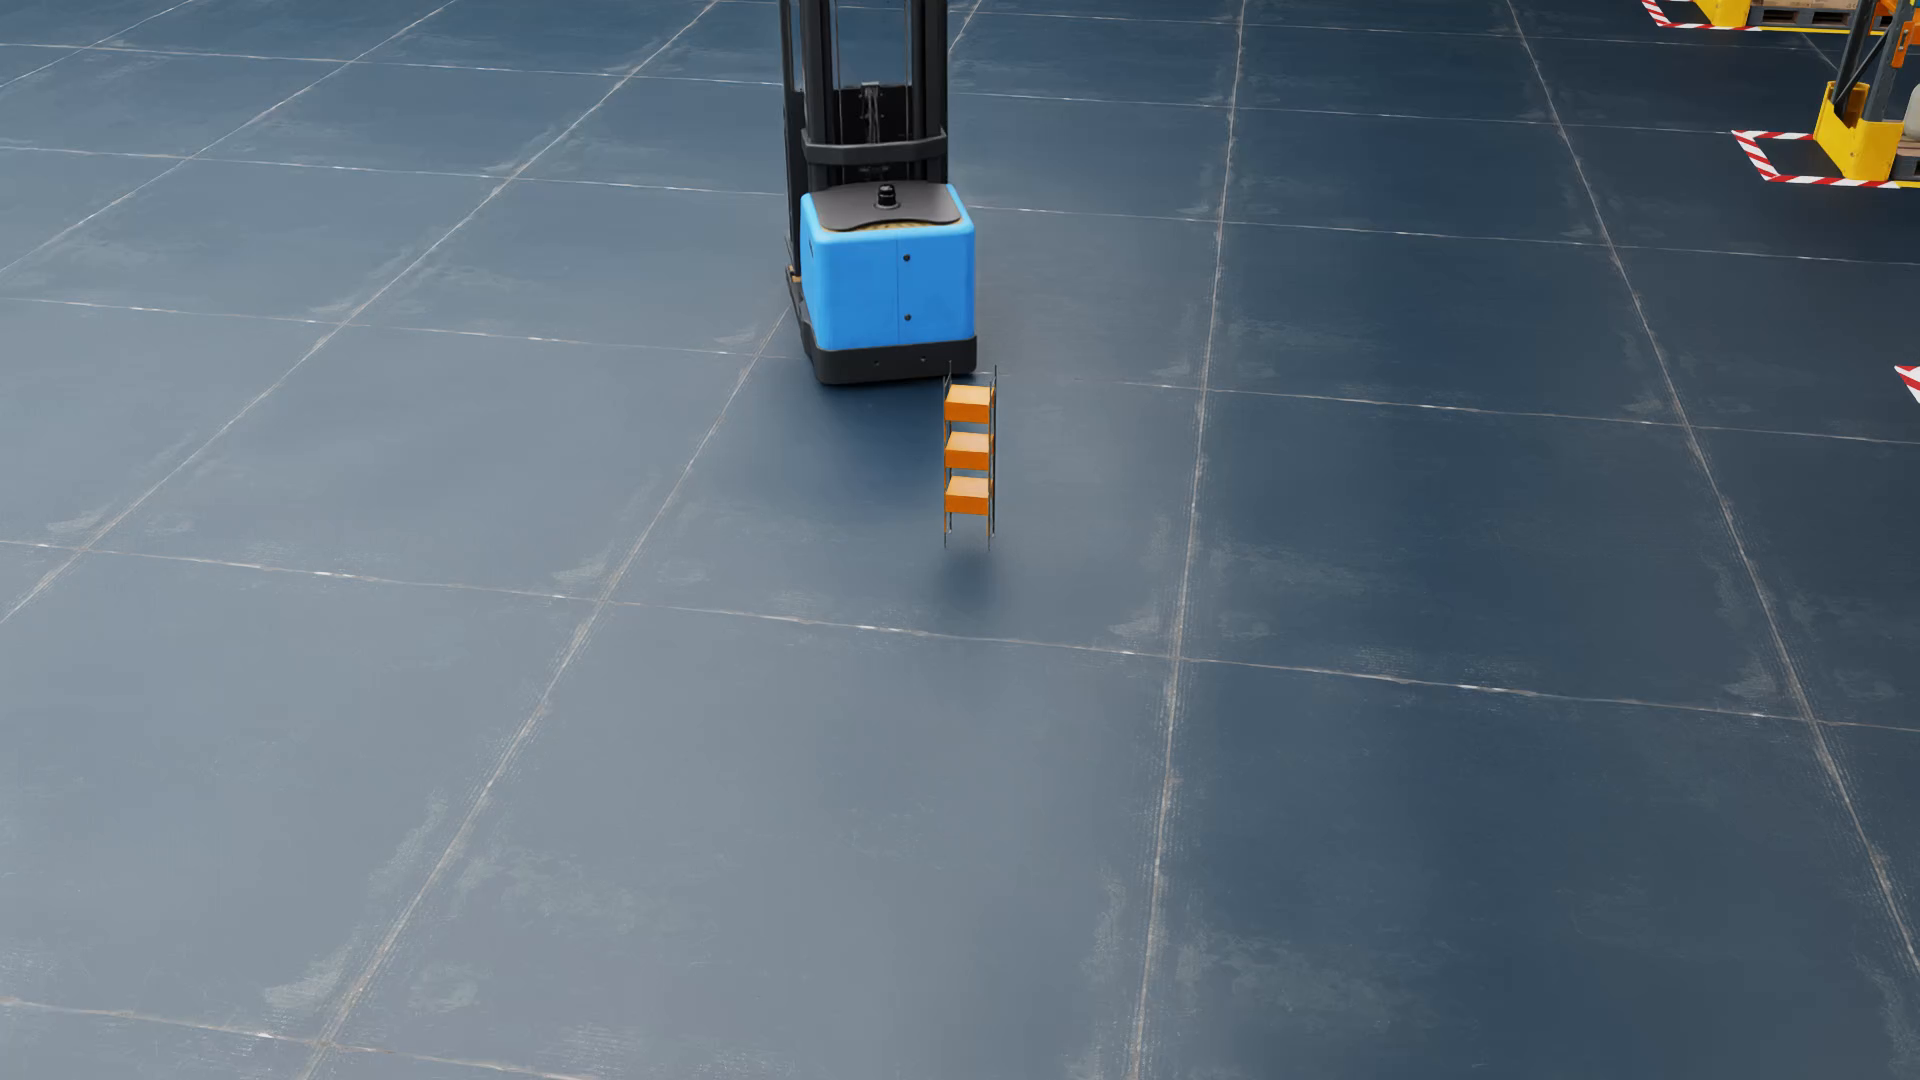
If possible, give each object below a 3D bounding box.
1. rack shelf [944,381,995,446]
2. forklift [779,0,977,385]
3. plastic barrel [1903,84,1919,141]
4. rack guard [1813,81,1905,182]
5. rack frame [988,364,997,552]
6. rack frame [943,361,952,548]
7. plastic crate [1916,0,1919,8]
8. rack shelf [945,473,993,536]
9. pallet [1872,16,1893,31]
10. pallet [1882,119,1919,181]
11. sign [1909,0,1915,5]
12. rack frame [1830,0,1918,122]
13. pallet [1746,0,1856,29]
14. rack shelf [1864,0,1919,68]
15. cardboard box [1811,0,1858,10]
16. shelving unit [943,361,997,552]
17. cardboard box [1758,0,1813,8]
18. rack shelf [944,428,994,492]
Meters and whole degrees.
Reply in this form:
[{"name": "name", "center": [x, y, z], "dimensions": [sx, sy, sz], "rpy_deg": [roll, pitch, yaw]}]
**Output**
[{"name": "rack shelf", "center": [0.053, -0.672, 8.819], "dimensions": [0.240, 0.259, 0.215], "rpy_deg": [5, 32, 8]}, {"name": "forklift", "center": [-0.670, -3.014, 11.303], "dimensions": [1.130, 2.935, 3.031], "rpy_deg": [-6, 33, -9]}, {"name": "plastic barrel", "center": [8.391, -3.715, 14.307], "dimensions": [0.421, 0.512, 0.421], "rpy_deg": [0, 32, 0]}, {"name": "rack guard", "center": [7.812, -3.568, 14.480], "dimensions": [0.348, 0.500, 1.175], "rpy_deg": [5, 32, 8]}, {"name": "rack frame", "center": [0.173, -0.429, 8.946], "dimensions": [0.008, 1.050, 0.200], "rpy_deg": [5, 32, 8]}, {"name": "rack frame", "center": [-0.068, -0.451, 8.981], "dimensions": [0.008, 1.050, 0.200], "rpy_deg": [5, 32, 8]}, {"name": "plastic crate", "center": [8.273, -4.659, 14.006], "dimensions": [0.616, 0.251, 0.499], "rpy_deg": [5, 32, 8]}, {"name": "rack shelf", "center": [0.053, -0.196, 9.117], "dimensions": [0.240, 0.259, 0.215], "rpy_deg": [5, 32, 8]}, {"name": "pallet", "center": [10.526, -5.862, 18.416], "dimensions": [1.213, 0.211, 1.003], "rpy_deg": [5, 32, 8]}, {"name": "pallet", "center": [8.612, -3.371, 14.436], "dimensions": [1.213, 0.211, 1.003], "rpy_deg": [5, 32, 8]}, {"name": "sign", "center": [7.632, -4.440, 13.256], "dimensions": [0.005, 0.325, 0.100], "rpy_deg": [5, 32, 8]}, {"name": "rack frame", "center": [7.729, -4.610, 13.788], "dimensions": [0.127, 3.000, 1.000], "rpy_deg": [5, 32, 8]}, {"name": "pallet", "center": [9.327, -5.972, 18.592], "dimensions": [1.213, 0.211, 1.003], "rpy_deg": [5, 32, 8]}, {"name": "rack shelf", "center": [9.701, -4.127, 13.694], "dimensions": [4.000, 0.370, 1.077], "rpy_deg": [5, 32, 8]}, {"name": "cardboard box", "center": [9.551, -6.006, 18.214], "dimensions": [0.500, 0.250, 0.500], "rpy_deg": [5, 32, 8]}, {"name": "shelving unit", "center": [0.053, -0.440, 8.964], "dimensions": [0.252, 1.050, 0.215], "rpy_deg": [5, 32, 8]}, {"name": "cardboard box", "center": [9.057, -6.049, 18.282], "dimensions": [0.500, 0.250, 0.500], "rpy_deg": [5, 32, 8]}, {"name": "rack shelf", "center": [0.053, -0.431, 8.969], "dimensions": [0.240, 0.259, 0.215], "rpy_deg": [5, 32, 8]}]
